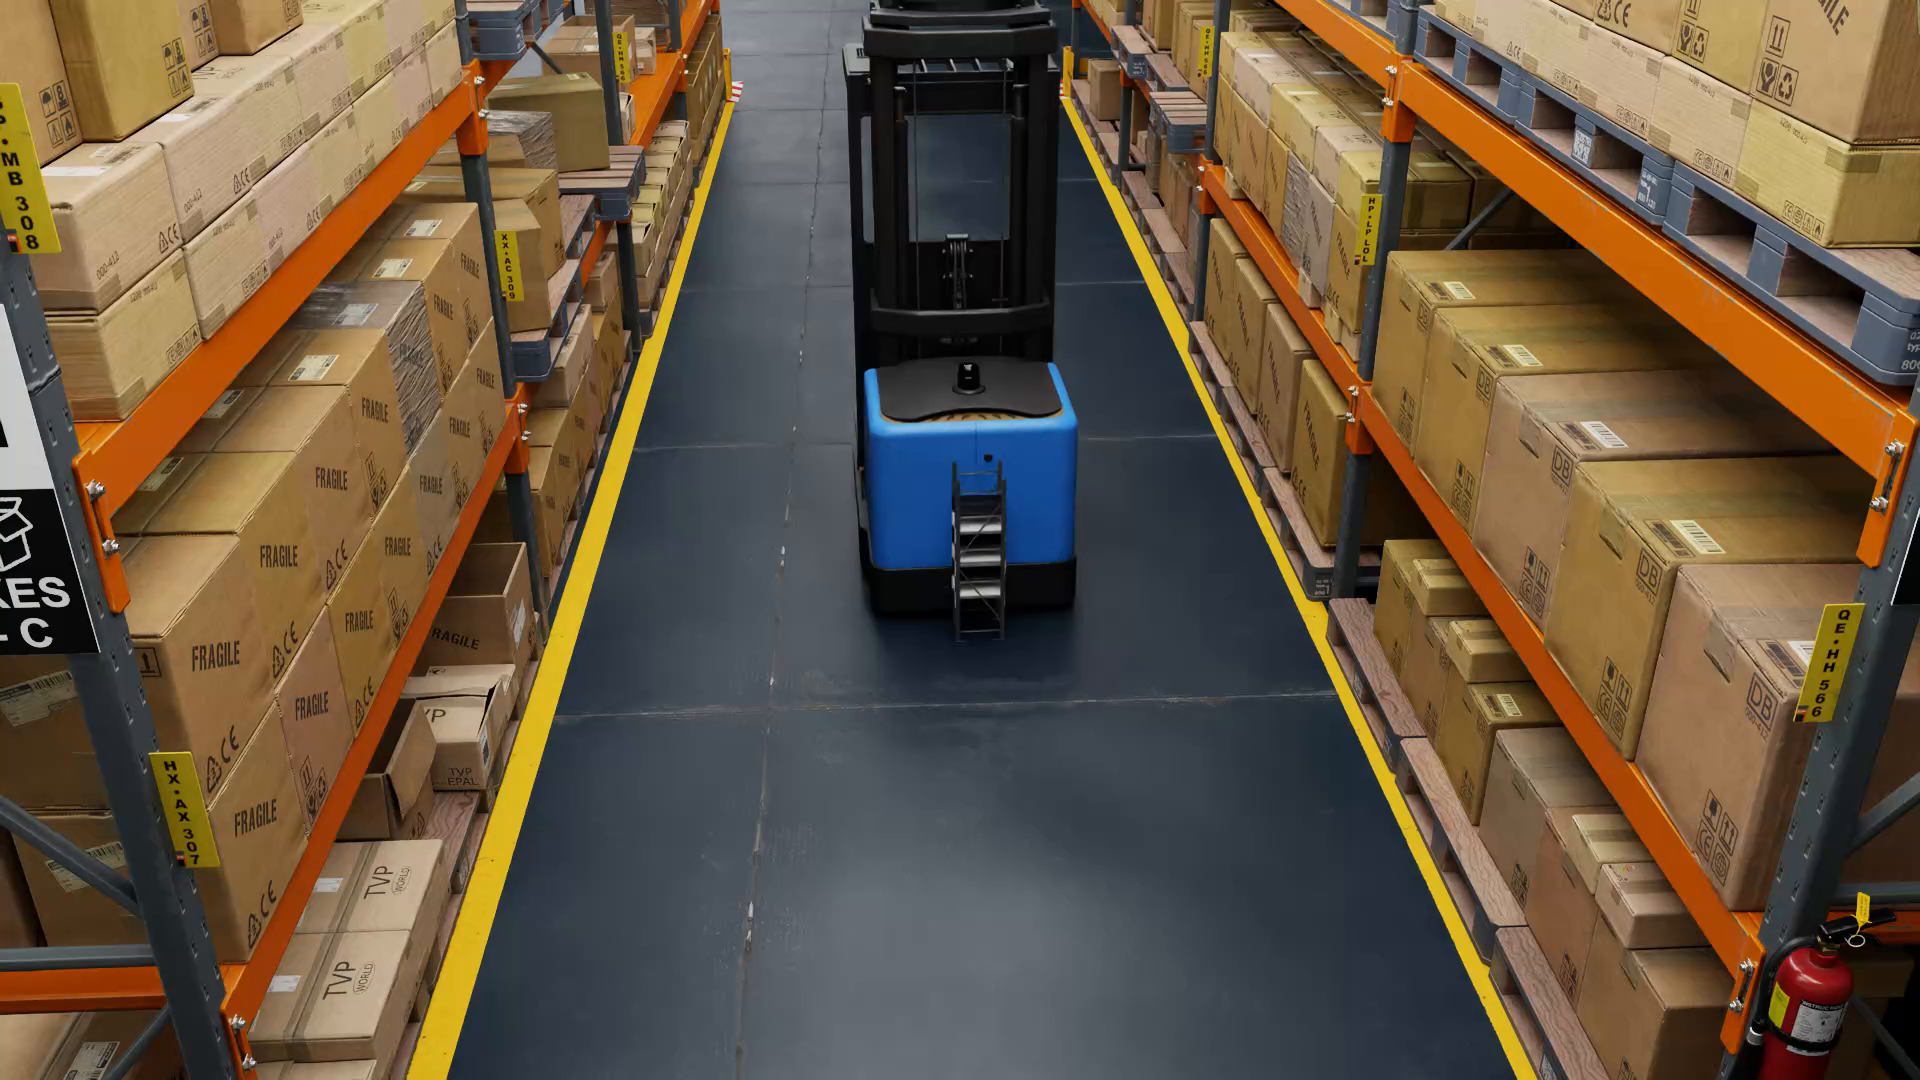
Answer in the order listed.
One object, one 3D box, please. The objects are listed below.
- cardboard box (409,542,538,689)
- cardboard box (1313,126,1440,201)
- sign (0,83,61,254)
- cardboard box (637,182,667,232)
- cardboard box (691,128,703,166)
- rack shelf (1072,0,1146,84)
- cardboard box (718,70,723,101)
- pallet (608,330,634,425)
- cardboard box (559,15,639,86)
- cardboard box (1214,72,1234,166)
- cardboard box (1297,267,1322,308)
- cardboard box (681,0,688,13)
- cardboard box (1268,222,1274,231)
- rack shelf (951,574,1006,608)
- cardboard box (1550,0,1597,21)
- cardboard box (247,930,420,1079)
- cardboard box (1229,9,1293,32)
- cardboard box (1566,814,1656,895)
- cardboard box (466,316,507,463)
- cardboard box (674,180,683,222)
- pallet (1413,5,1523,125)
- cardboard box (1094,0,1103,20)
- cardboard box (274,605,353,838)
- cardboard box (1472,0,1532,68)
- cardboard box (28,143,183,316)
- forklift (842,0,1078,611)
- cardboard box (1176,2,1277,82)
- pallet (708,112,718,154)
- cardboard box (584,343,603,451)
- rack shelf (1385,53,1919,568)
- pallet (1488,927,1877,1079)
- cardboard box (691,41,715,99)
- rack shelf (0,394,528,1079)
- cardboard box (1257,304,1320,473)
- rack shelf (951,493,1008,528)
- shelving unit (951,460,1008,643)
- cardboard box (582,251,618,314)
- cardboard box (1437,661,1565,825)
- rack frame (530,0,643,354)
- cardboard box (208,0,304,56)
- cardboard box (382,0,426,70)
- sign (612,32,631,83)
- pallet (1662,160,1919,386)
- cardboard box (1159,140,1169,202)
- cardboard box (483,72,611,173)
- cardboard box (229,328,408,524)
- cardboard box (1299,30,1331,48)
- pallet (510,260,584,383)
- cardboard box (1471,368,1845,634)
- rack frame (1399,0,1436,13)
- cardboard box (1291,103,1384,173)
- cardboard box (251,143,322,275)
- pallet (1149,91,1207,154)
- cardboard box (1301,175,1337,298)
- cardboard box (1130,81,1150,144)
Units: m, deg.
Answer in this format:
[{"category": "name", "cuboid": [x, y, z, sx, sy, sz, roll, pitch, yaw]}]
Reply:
[{"category": "cardboard box", "cuboid": [-2.241, 0.349, 7.565, 0.500, 0.500, 0.500, -1, 28, -3]}, {"category": "cardboard box", "cuboid": [2.095, -1.905, 8.397, 0.500, 0.250, 0.500, -1, 28, -2]}, {"category": "sign", "cuboid": [-1.804, -0.704, 3.168, 0.100, 0.325, 0.005, -1, 28, -3]}, {"category": "cardboard box", "cuboid": [-2.558, -2.611, 12.924, 0.500, 0.311, 0.500, -2, 28, -4]}, {"category": "cardboard box", "cuboid": [-2.694, -3.704, 15.627, 0.500, 0.250, 0.500, -1, 28, -3]}, {"category": "rack shelf", "cuboid": [1.870, -5.241, 16.833, 1.077, 0.370, 4.000, -1, 28, -3]}, {"category": "cardboard box", "cuboid": [-2.820, -4.858, 17.841, 0.500, 0.250, 0.500, -1, 28, -3]}, {"category": "pallet", "cuboid": [-2.762, -1.086, 11.104, 1.003, 0.211, 1.213, -1, 28, -3]}, {"category": "cardboard box", "cuboid": [-2.921, -3.961, 13.493, 0.500, 0.500, 0.500, 1, 28, 1]}, {"category": "cardboard box", "cuboid": [1.953, -2.744, 10.816, 0.500, 0.500, 0.500, -1, 28, -1]}, {"category": "cardboard box", "cuboid": [2.014, -1.346, 8.837, 0.380, 0.149, 0.250, -1, 28, -3]}, {"category": "cardboard box", "cuboid": [-3.086, -5.476, 16.397, 0.700, 0.500, 0.500, -1, 28, -1]}, {"category": "cardboard box", "cuboid": [2.064, -1.936, 9.967, 0.380, 0.149, 0.250, -1, 28, -2]}, {"category": "rack shelf", "cuboid": [0.091, 0.249, 8.256, 0.258, 0.077, 0.200, -2, 29, -4]}, {"category": "cardboard box", "cuboid": [2.214, -1.967, 5.324, 0.500, 0.500, 0.500, -1, 28, -2]}, {"category": "cardboard box", "cuboid": [-2.117, 1.562, 5.509, 0.500, 0.250, 0.500, -1, 28, -3]}, {"category": "cardboard box", "cuboid": [2.104, -3.623, 11.668, 0.380, 0.149, 0.250, -6, 28, -11]}, {"category": "cardboard box", "cuboid": [2.262, 1.046, 5.548, 0.380, 0.149, 0.250, -1, 28, -1]}, {"category": "cardboard box", "cuboid": [-2.272, -0.640, 7.126, 0.500, 0.500, 0.500, -1, 28, -2]}, {"category": "cardboard box", "cuboid": [-2.609, -2.828, 13.947, 0.500, 0.250, 0.500, -1, 28, -2]}, {"category": "pallet", "cuboid": [2.425, -1.855, 6.414, 1.003, 0.211, 1.213, -1, 28, -3]}, {"category": "cardboard box", "cuboid": [1.588, -5.252, 16.218, 0.500, 0.250, 0.500, -2, 28, -3]}, {"category": "cardboard box", "cuboid": [-2.138, 0.533, 4.877, 0.500, 0.500, 0.500, -2, 28, -3]}, {"category": "cardboard box", "cuboid": [2.178, -1.875, 5.957, 0.500, 0.250, 0.500, -2, 28, -4]}, {"category": "cardboard box", "cuboid": [-2.112, -0.702, 3.730, 0.500, 0.250, 0.500, -1, 28, -3]}, {"category": "forklift", "cuboid": [-0.057, -1.589, 9.128, 1.130, 2.935, 3.031, -2, 28, -5]}, {"category": "cardboard box", "cuboid": [2.062, -3.820, 12.747, 0.700, 0.500, 0.500, -1, 28, -3]}, {"category": "pallet", "cuboid": [-3.039, -4.212, 17.097, 1.003, 0.211, 1.213, -1, 28, -3]}, {"category": "cardboard box", "cuboid": [-2.420, -0.847, 9.858, 0.500, 0.500, 0.500, -2, 28, -5]}, {"category": "rack shelf", "cuboid": [2.497, -1.029, 5.514, 1.077, 0.370, 4.000, -1, 28, -3]}, {"category": "pallet", "cuboid": [2.481, 1.774, 5.620, 1.003, 0.211, 1.213, -1, 28, -3]}, {"category": "cardboard box", "cuboid": [-2.764, -4.729, 16.782, 0.500, 0.500, 0.500, -1, 28, -3]}, {"category": "rack shelf", "cuboid": [-2.450, 0.422, 5.975, 1.077, 0.370, 4.000, -1, 28, -3]}, {"category": "cardboard box", "cuboid": [2.179, -0.882, 9.569, 0.750, 0.750, 0.750, -1, 28, -1]}, {"category": "rack shelf", "cuboid": [0.092, -0.145, 8.038, 0.258, 0.077, 0.200, -2, 29, -4]}, {"category": "shelving unit", "cuboid": [0.091, 0.062, 8.153, 0.258, 0.900, 0.210, -2, 29, -4]}, {"category": "cardboard box", "cuboid": [-2.473, -1.635, 10.558, 0.500, 0.250, 0.500, 0, 28, -1]}, {"category": "cardboard box", "cuboid": [2.377, 0.797, 6.727, 0.700, 0.500, 0.500, -1, 28, -1]}, {"category": "rack frame", "cuboid": [-2.763, -2.668, 11.122, 1.000, 3.000, 0.127, -1, 28, -3]}, {"category": "cardboard box", "cuboid": [-2.396, -1.722, 4.876, 0.700, 0.500, 0.500, -1, 28, -3]}, {"category": "cardboard box", "cuboid": [-2.235, -1.857, 5.944, 0.500, 0.250, 0.500, -1, 28, -3]}, {"category": "sign", "cuboid": [-2.222, -3.164, 10.906, 0.100, 0.325, 0.005, -1, 28, -3]}, {"category": "pallet", "cuboid": [2.552, -0.728, 4.254, 1.003, 0.211, 1.213, -1, 28, -3]}, {"category": "cardboard box", "cuboid": [2.107, -3.146, 14.266, 0.700, 0.500, 0.500, -2, 28, -4]}, {"category": "cardboard box", "cuboid": [-2.618, -2.610, 10.449, 0.700, 0.500, 0.500, -11, 29, -20]}, {"category": "cardboard box", "cuboid": [-2.189, -0.379, 5.544, 0.500, 0.500, 0.500, -2, 28, -3]}, {"category": "cardboard box", "cuboid": [2.466, -3.104, 10.695, 0.500, 0.250, 0.500, -1, 28, -1]}, {"category": "pallet", "cuboid": [-2.487, -1.107, 8.337, 1.003, 0.211, 1.213, -1, 28, -3]}, {"category": "cardboard box", "cuboid": [2.485, -0.151, 5.972, 0.980, 0.700, 0.700, -3, 28, -5]}, {"category": "rack frame", "cuboid": [2.392, -3.602, 6.425, 1.000, 3.000, 0.127, -1, 28, -3]}, {"category": "cardboard box", "cuboid": [2.069, -2.141, 8.849, 0.500, 0.250, 0.500, -1, 28, -2]}, {"category": "cardboard box", "cuboid": [-2.159, -0.942, 4.732, 0.500, 0.250, 0.500, -1, 28, -3]}, {"category": "pallet", "cuboid": [2.040, -3.031, 12.025, 1.213, 0.211, 1.003, -1, 28, -3]}, {"category": "cardboard box", "cuboid": [2.080, -1.570, 8.564, 0.500, 0.500, 0.500, -1, 28, -2]}, {"category": "cardboard box", "cuboid": [1.881, -4.202, 16.289, 0.500, 0.500, 0.500, -3, 28, -7]}]
